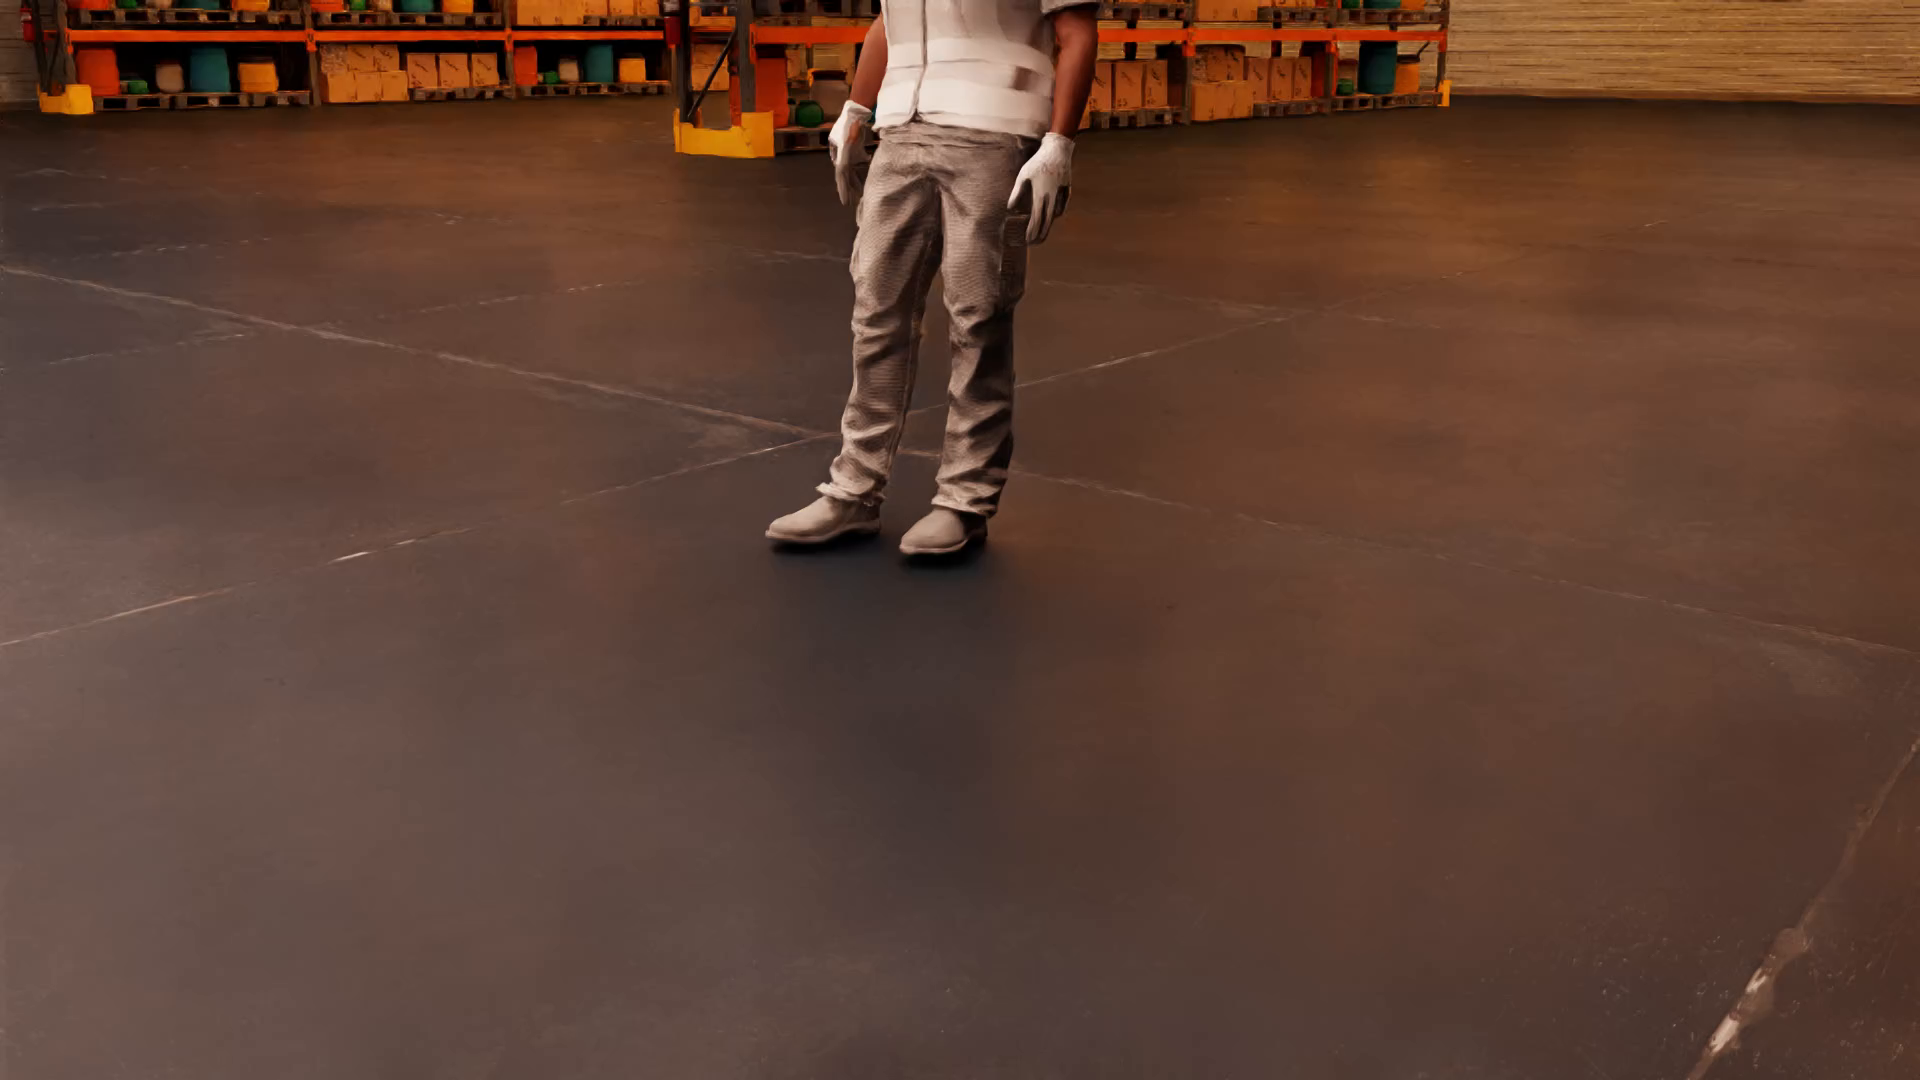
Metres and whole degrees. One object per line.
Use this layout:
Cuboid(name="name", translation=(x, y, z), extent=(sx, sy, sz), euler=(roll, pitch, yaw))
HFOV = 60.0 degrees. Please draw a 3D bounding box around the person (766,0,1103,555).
Cuboid(name="person", translation=(-0.052, -0.845, 3.633), extent=(0.655, 1.782, 0.576), euler=(13, 21, 37))
